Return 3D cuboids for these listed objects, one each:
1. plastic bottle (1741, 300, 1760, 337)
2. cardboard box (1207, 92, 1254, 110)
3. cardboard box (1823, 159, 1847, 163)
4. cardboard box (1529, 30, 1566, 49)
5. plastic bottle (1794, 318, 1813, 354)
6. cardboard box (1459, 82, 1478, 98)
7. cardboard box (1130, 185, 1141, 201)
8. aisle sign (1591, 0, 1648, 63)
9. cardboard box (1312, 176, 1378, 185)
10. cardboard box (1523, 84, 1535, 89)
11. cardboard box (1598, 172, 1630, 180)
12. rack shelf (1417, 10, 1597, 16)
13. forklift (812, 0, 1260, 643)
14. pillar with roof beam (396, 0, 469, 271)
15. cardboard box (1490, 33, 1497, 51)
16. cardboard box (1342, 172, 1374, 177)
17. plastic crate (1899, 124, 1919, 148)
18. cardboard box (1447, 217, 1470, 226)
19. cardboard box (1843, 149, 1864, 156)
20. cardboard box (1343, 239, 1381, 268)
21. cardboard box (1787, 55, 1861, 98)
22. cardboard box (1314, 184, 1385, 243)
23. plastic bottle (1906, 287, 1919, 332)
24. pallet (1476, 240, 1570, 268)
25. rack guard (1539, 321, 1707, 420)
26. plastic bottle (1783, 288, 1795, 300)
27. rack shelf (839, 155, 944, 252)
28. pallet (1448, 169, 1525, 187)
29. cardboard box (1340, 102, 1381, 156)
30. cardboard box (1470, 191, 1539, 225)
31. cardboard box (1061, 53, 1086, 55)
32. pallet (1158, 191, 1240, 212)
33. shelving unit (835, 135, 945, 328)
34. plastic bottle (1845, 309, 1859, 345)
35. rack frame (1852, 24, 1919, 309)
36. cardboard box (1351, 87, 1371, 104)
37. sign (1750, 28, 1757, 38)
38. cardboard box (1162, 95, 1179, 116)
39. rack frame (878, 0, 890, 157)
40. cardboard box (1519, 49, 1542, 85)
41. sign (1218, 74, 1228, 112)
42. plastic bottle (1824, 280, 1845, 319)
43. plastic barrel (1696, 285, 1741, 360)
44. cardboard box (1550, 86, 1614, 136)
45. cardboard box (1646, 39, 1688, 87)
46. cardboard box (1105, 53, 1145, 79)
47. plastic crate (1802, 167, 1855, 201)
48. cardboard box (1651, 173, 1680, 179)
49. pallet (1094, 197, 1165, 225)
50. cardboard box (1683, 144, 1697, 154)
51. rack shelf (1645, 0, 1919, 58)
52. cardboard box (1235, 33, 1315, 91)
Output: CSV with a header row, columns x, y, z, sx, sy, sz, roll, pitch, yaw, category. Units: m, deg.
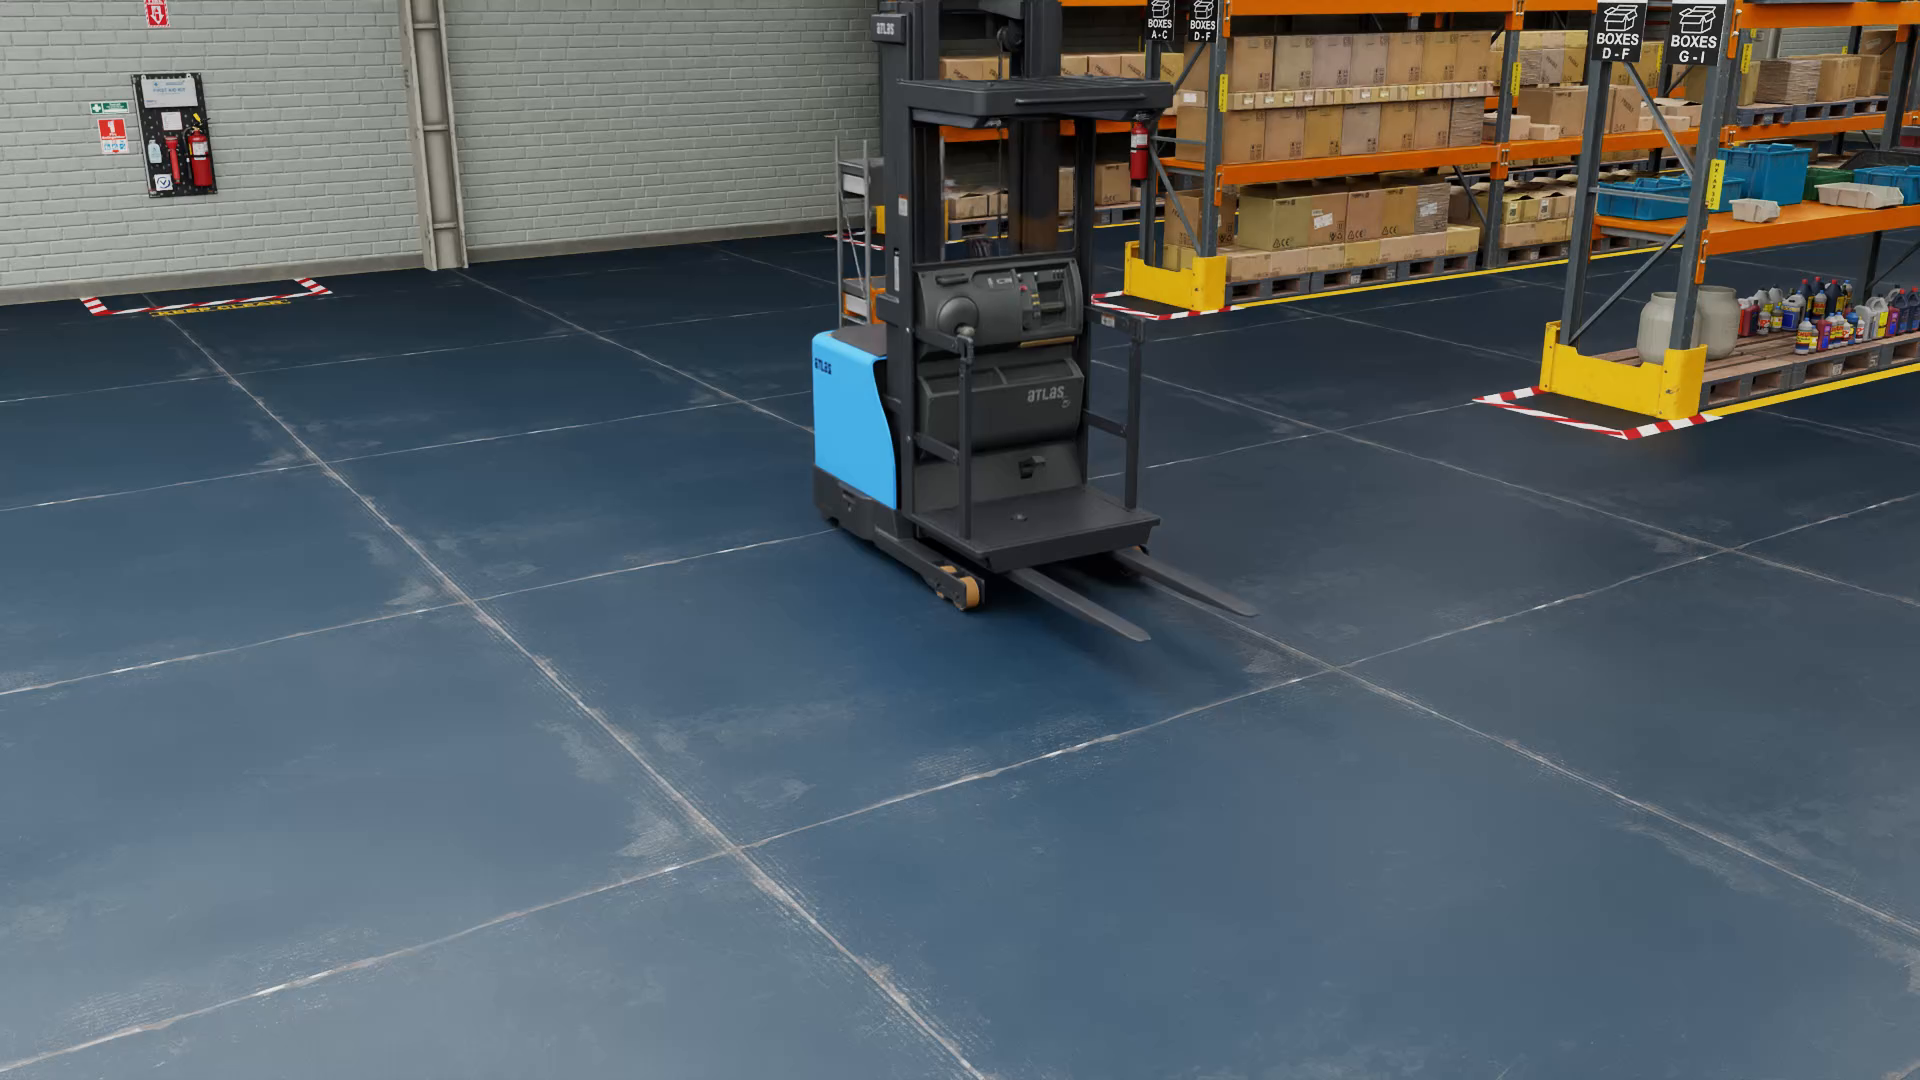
x,y,z,sx,sy,sz,roll,pitch,yaw,category
6.380,-1.790,13.411,0.133,0.283,0.061,-12,22,-31,plastic bottle
2.527,-4.111,15.553,0.250,0.149,0.380,-12,22,-32,cardboard box
11.431,-4.634,21.486,0.500,0.500,0.500,-12,22,-31,cardboard box
8.694,-7.498,24.916,0.500,0.250,0.500,-11,22,-30,cardboard box
6.488,-1.571,12.782,0.097,0.271,0.097,0,19,0,plastic bottle
5.105,-4.656,17.164,0.250,0.149,0.380,-12,22,-33,cardboard box
2.264,-4.538,21.721,0.250,0.166,0.380,-16,24,-38,cardboard box
4.579,-3.718,11.499,0.004,0.787,0.394,-12,22,-31,aisle sign
4.027,-3.527,17.460,0.500,0.500,0.500,-12,22,-31,cardboard box
8.381,-6.766,24.936,0.250,0.149,0.380,-12,22,-31,cardboard box
7.730,-4.208,19.769,0.500,0.311,0.500,-13,22,-33,cardboard box
7.705,-7.911,24.401,4.000,0.370,1.077,-12,22,-31,rack shelf
0.322,-1.209,8.243,1.130,2.935,3.031,-10,21,-28,forklift
-3.181,-6.058,13.112,0.400,9.000,9.100,-12,22,-31,pillar with roof beam
7.420,-7.226,24.114,0.500,0.250,0.500,-12,22,-31,cardboard box
5.462,-5.362,23.637,0.500,0.500,0.700,-12,22,-31,cardboard box
8.379,-3.321,14.286,0.583,0.464,0.402,-12,22,-31,plastic crate
5.609,-3.496,18.541,0.500,0.250,0.500,-12,22,-32,cardboard box
12.423,-5.059,22.742,0.500,0.500,0.500,-12,22,-31,cardboard box
3.905,-2.940,16.895,0.500,0.250,0.500,-12,22,-31,cardboard box
11.045,-5.943,21.329,0.500,0.500,0.700,-8,20,-23,cardboard box
3.906,-3.295,16.774,0.500,0.500,0.500,-12,22,-31,cardboard box
7.764,-1.887,13.592,0.185,0.351,0.144,-13,22,-33,plastic bottle
6.016,-3.269,18.584,1.213,0.211,1.003,-12,22,-31,pallet
4.840,-1.261,12.195,0.348,0.500,1.175,-12,22,-31,rack guard
6.922,-1.963,13.922,0.133,0.283,0.061,-11,21,-29,plastic bottle
-0.406,-1.982,9.685,0.480,0.518,0.431,-10,21,-28,rack shelf
7.753,-5.490,25.153,1.213,0.211,1.003,-12,22,-31,pallet
3.769,-4.144,16.664,0.500,0.500,0.700,-11,22,-30,cardboard box
5.904,-3.618,18.024,0.500,0.311,0.500,-12,22,-31,cardboard box
1.334,-5.864,20.939,0.500,0.500,0.500,-11,22,-30,cardboard box
3.344,-4.590,22.493,1.213,0.211,1.003,-12,22,-31,pallet
-0.406,-1.331,9.904,0.503,2.100,0.431,-10,21,-28,shelving unit
7.027,-1.685,13.118,0.097,0.271,0.097,0,19,0,plastic bottle
8.143,-3.124,13.801,0.127,3.000,1.000,-12,22,-31,rack frame
3.812,-4.382,16.353,0.250,0.149,0.380,-12,22,-31,cardboard box
13.003,-8.401,27.232,0.005,0.325,0.100,-12,22,-31,sign
2.465,-5.548,21.174,0.500,0.250,0.500,-12,22,-31,cardboard box
-0.646,-5.069,19.556,0.127,3.000,1.000,-12,22,-31,rack frame
8.284,-7.053,24.772,0.500,0.500,0.500,-12,22,-31,cardboard box
2.381,-4.043,15.045,0.005,0.325,0.100,-12,22,-31,sign
7.320,-2.008,13.949,0.185,0.351,0.144,-12,22,-31,plastic bottle
5.729,-1.664,12.713,0.421,0.512,0.421,0,19,0,plastic barrel
6.931,-4.809,18.629,0.500,0.500,0.500,-12,22,-31,cardboard box
11.694,-7.806,27.182,0.700,0.700,0.980,-12,22,-32,cardboard box
2.056,-5.812,20.785,0.500,0.500,0.500,-12,22,-32,cardboard box
6.854,-2.860,13.351,0.662,0.188,0.450,-12,22,-31,plastic crate
8.461,-4.158,19.622,0.500,0.311,0.500,-11,22,-30,cardboard box
2.153,-4.325,21.708,1.213,0.211,1.003,-12,22,-31,pallet
11.769,-6.664,27.520,0.500,0.500,0.700,-12,22,-32,cardboard box
6.473,-3.852,12.394,4.000,0.370,1.077,-12,22,-31,rack shelf
2.959,-4.589,15.954,0.500,0.500,0.700,-13,22,-33,cardboard box
